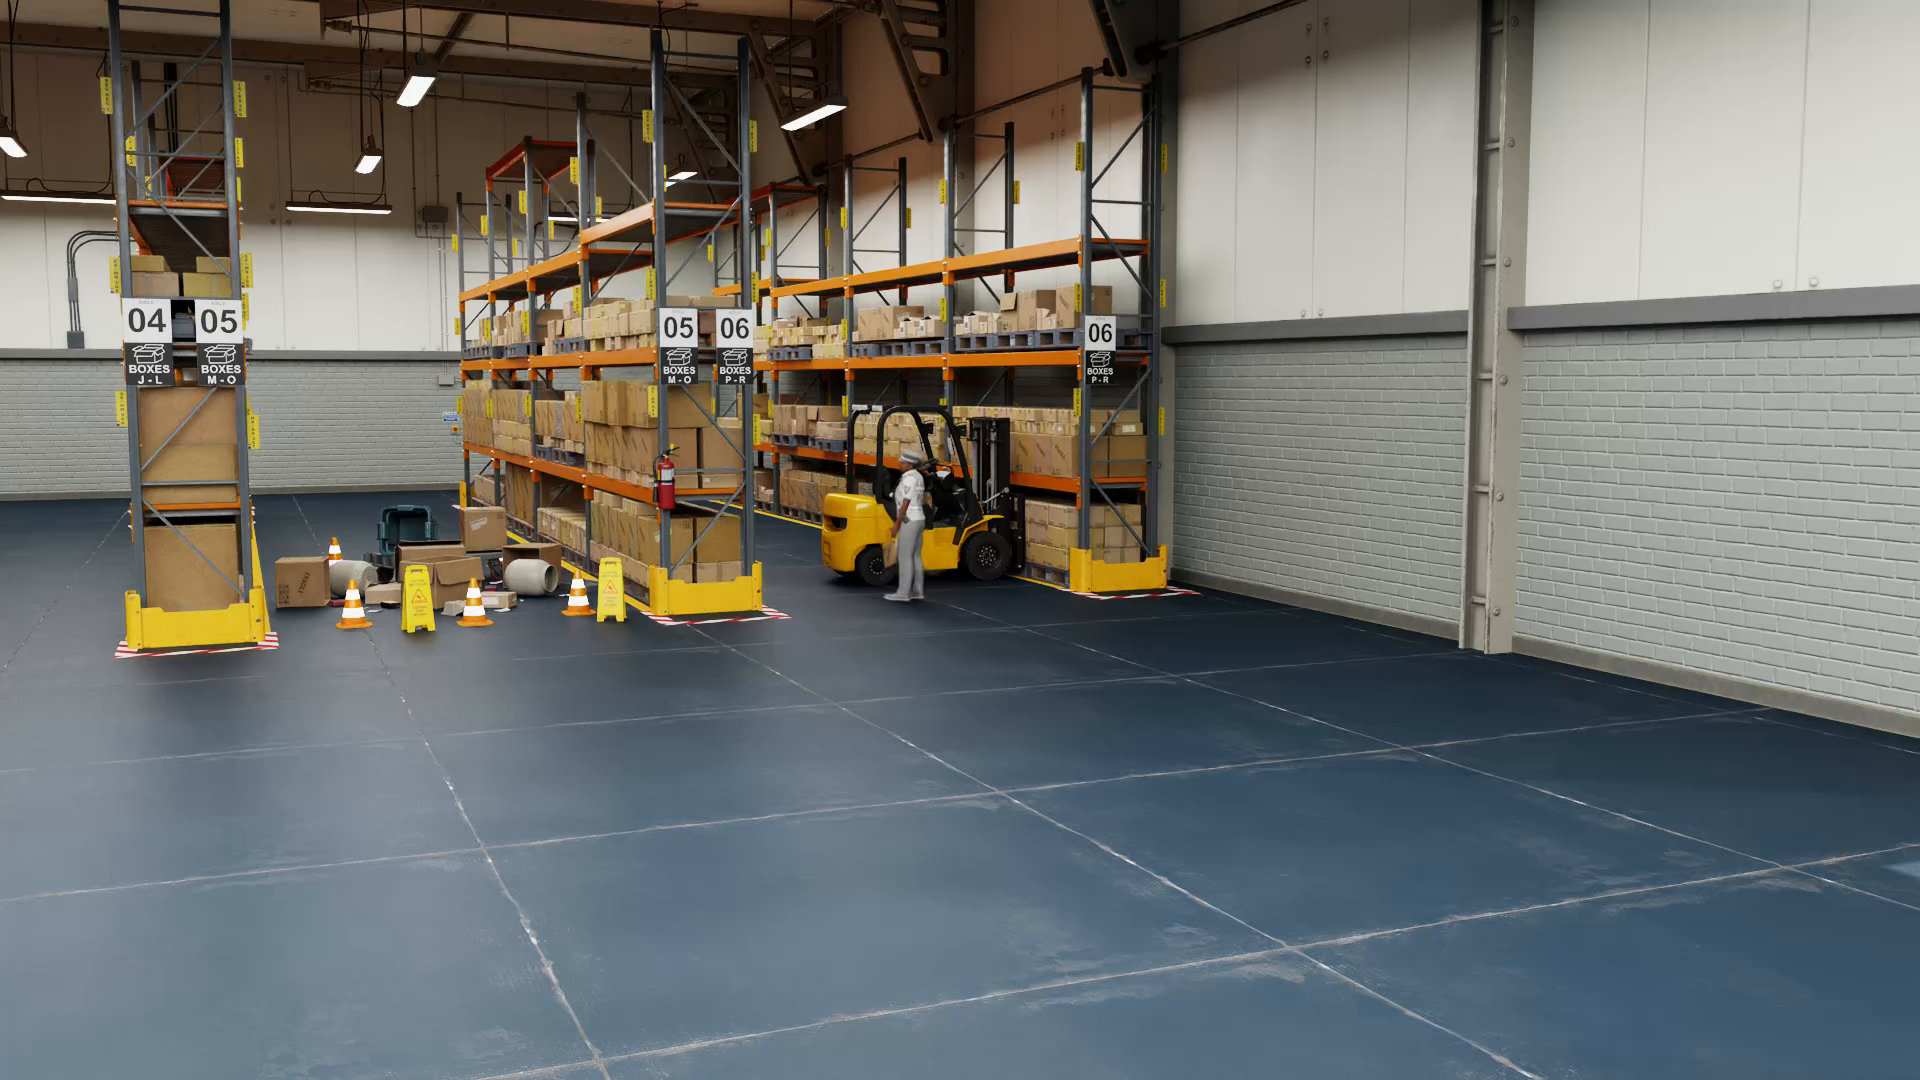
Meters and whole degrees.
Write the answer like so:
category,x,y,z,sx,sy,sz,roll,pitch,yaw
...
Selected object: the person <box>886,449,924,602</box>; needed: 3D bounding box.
category,x,y,z,sx,sy,sz,roll,pitch,yaw
person,-0.603,-0.162,18.356,0.412,1.687,0.550,0,5,0
